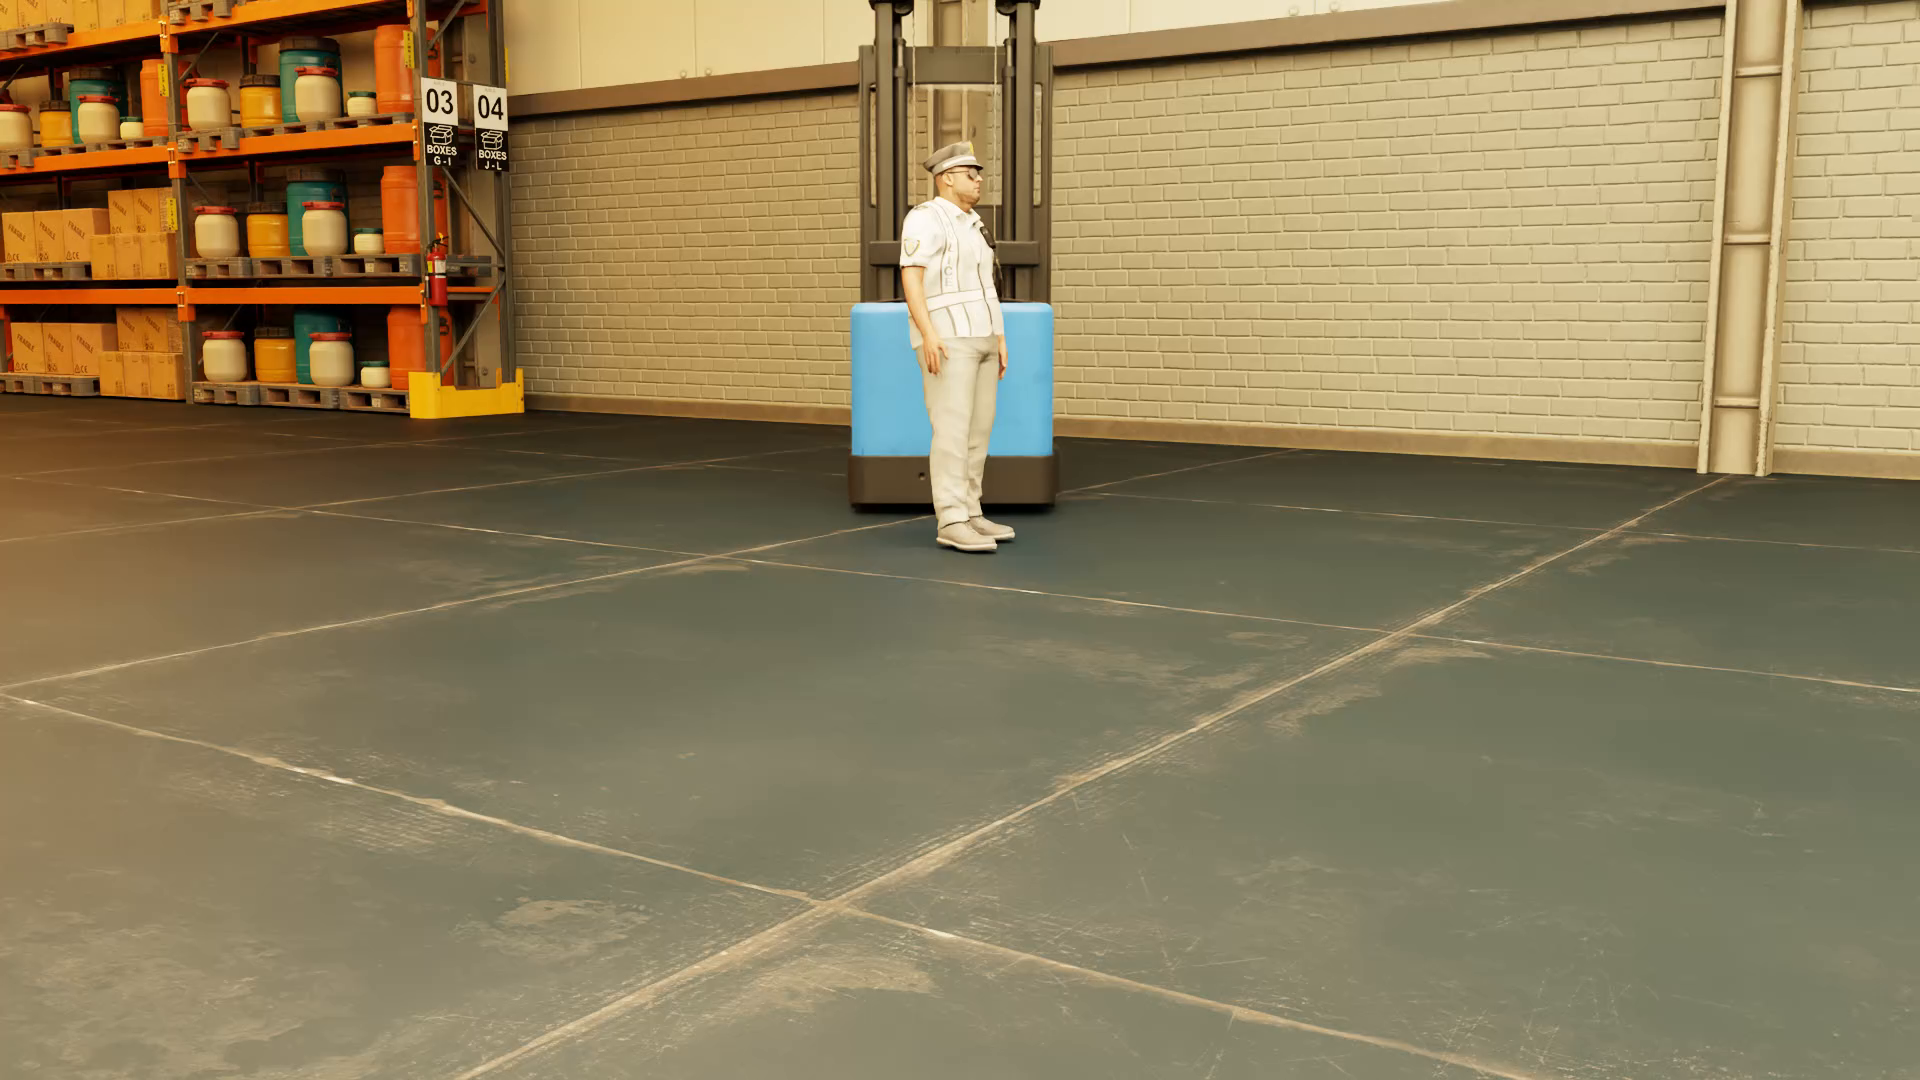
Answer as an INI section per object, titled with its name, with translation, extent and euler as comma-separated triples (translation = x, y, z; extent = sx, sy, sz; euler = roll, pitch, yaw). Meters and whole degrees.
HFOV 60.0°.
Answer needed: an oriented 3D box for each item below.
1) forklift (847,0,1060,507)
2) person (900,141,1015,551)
[forklift]
translation = -0.020, -1.776, 9.682
extent = 1.130, 2.935, 3.031
euler = 0, 8, 1
[person]
translation = 0.058, -0.882, 7.424
extent = 0.575, 1.780, 0.640
euler = 5, 10, 34
